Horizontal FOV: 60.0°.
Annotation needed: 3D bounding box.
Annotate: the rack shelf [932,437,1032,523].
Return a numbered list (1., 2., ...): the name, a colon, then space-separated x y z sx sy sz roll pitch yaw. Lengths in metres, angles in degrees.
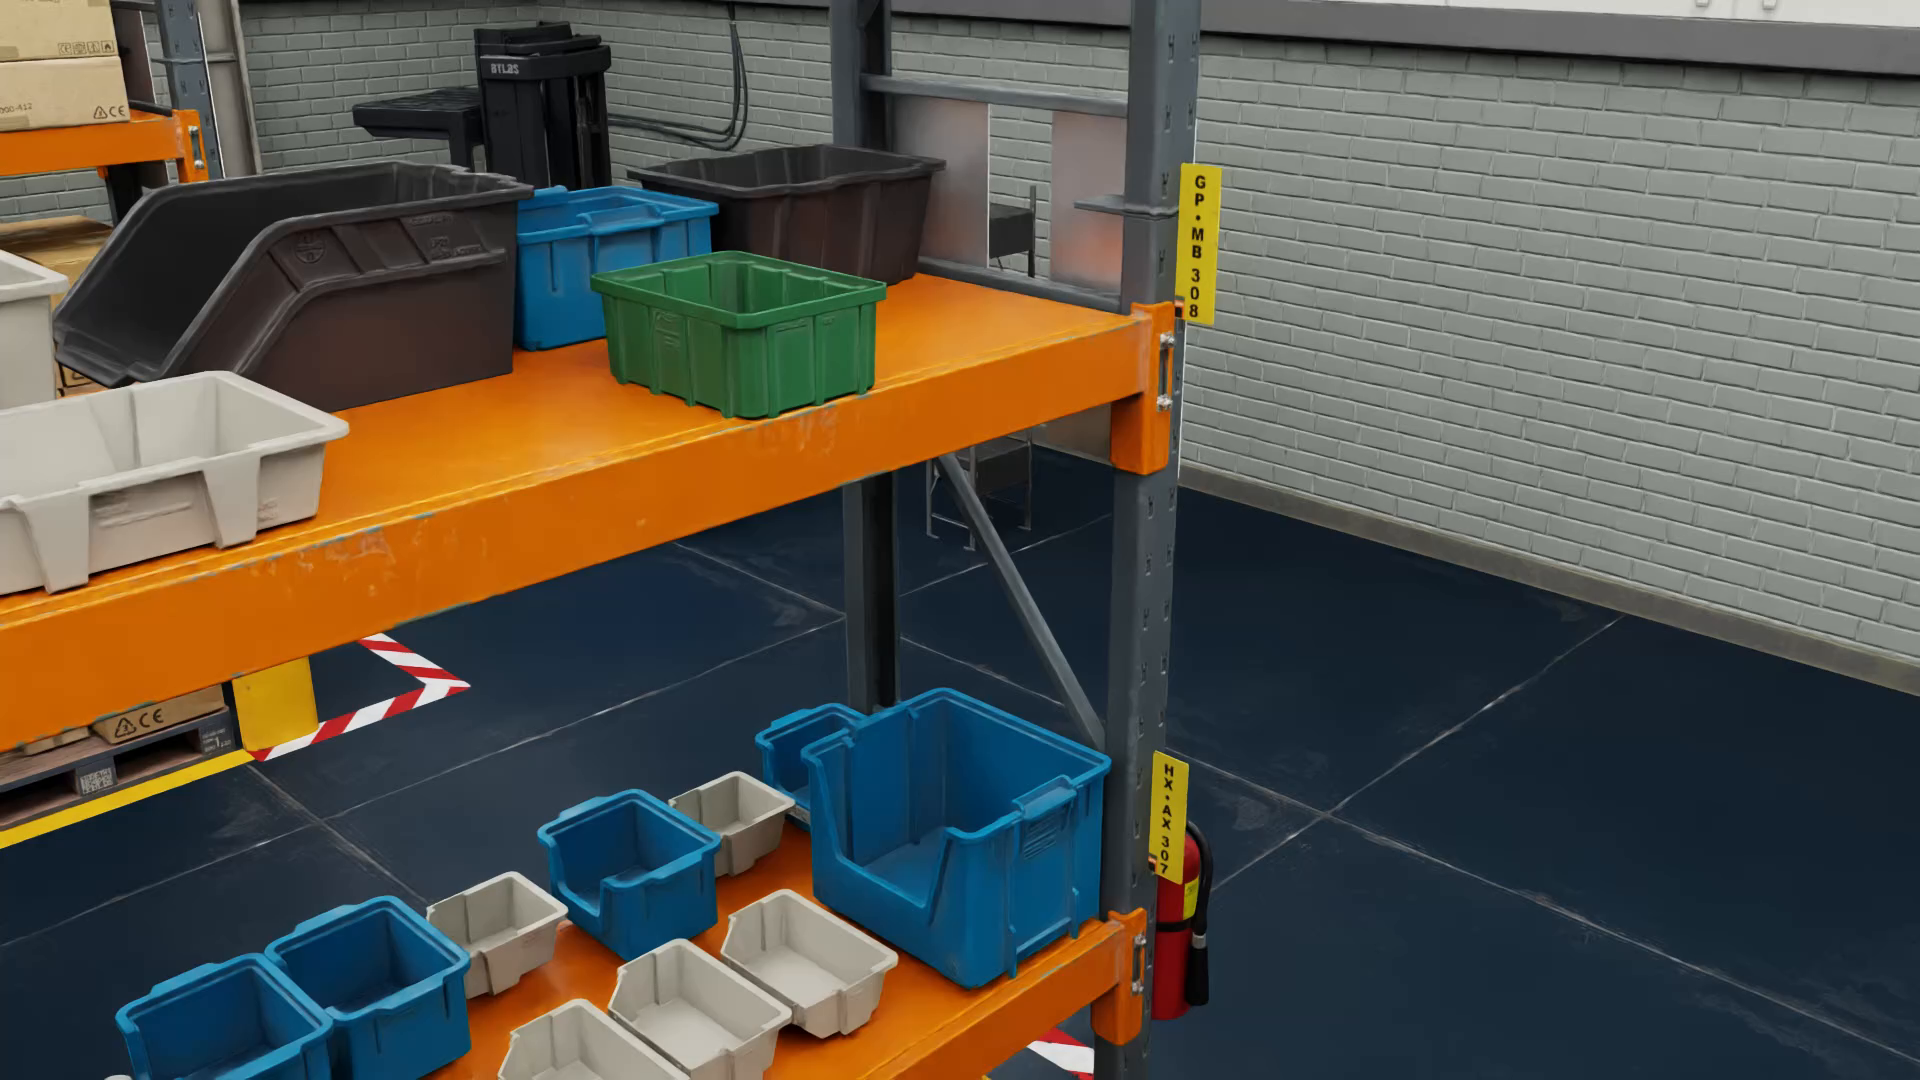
1. rack shelf: 0.115 -0.357 10.065 0.431 0.518 0.480 19 28 41

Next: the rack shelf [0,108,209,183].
1. rack shelf: -4.853 -1.188 5.806 1.077 0.370 4.000 19 28 41

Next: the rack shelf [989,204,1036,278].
1. rack shelf: 0.115 -1.663 9.562 0.431 0.518 0.480 19 28 41

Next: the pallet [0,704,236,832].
1. pallet: -4.066 0.889 7.468 1.003 0.211 1.213 19 28 41

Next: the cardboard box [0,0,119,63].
1. cardboard box: -3.634 -2.005 6.442 0.500 0.250 0.500 19 28 41

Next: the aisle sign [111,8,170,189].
1. aisle sign: -3.621 -1.942 7.323 0.394 0.787 0.004 19 28 41

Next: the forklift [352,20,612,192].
1. forklift: -2.979 -1.717 10.457 3.031 2.935 1.130 7 22 17

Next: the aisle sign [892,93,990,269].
1. aisle sign: -0.074 -0.703 4.100 0.394 0.787 0.004 19 28 41

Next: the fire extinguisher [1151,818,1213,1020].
1. fire extinguisher: 0.519 0.888 4.210 0.296 0.674 0.183 19 28 41

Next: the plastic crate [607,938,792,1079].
1. plastic crate: -0.563 1.024 3.513 0.396 0.136 0.243 19 28 41

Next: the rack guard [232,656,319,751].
1. rack guard: -3.511 0.549 7.950 1.175 0.500 0.348 19 28 41

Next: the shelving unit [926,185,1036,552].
1. shelving unit: 0.115 -1.023 9.809 0.431 2.100 0.503 19 28 41

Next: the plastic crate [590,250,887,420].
1. plastic crate: -0.395 -0.373 2.979 0.450 0.188 0.336 19 28 41

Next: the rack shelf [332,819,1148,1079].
1. rack shelf: -1.307 1.453 3.116 1.077 0.370 4.000 19 28 41

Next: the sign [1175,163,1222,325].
1. sign: 0.494 -0.615 3.458 0.100 0.325 0.005 19 28 41

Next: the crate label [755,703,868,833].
1. crate label: -0.320 0.634 4.393 0.416 0.233 0.303 19 28 41

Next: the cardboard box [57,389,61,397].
1. cardboard box: -3.935 -0.367 6.709 0.500 0.500 0.500 20 28 41

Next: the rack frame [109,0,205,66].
1. rack frame: -3.458 -3.438 6.476 1.000 3.000 0.127 19 28 41

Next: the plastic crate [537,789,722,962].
1. plastic crate: -0.779 0.804 3.953 0.416 0.233 0.300 19 28 41

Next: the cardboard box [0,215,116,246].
1. cardboard box: -3.956 -1.103 7.230 0.500 0.500 0.500 -19 28 -40

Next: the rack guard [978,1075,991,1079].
1. rack guard: 0.096 1.760 4.798 1.175 0.500 0.348 19 28 41

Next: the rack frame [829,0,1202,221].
1. rack frame: 0.088 -2.197 3.248 1.000 3.000 0.127 19 28 41

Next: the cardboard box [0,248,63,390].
1. cardboard box: -3.923 -0.838 6.540 0.500 0.500 0.500 -19 28 -41

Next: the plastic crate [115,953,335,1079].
1. plastic crate: -1.448 1.050 3.312 0.416 0.233 0.300 19 28 41

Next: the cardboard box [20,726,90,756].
1. cardboard box: -4.008 0.763 7.246 0.380 0.166 0.250 19 28 41

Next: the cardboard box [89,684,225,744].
1. cardboard box: -3.661 0.525 7.398 0.500 0.500 0.500 19 28 41

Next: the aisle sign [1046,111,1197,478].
1. aisle sign: 0.349 -0.556 3.716 0.394 0.787 0.004 19 28 41

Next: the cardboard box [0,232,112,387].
1. cardboard box: -3.571 -0.968 6.878 0.500 0.500 0.500 19 28 40

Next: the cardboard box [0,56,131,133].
1. cardboard box: -3.627 -1.770 6.526 0.500 0.250 0.500 19 28 41

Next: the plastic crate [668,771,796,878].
1. plastic crate: -0.603 0.741 4.250 0.250 0.136 0.298 19 28 41

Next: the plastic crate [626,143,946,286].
1. plastic crate: -0.380 -0.707 3.734 0.497 0.269 0.590 19 28 41

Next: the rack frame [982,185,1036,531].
1. rack frame: 0.286 -1.085 9.972 0.400 2.100 0.015 19 28 41

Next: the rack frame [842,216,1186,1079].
1. rack frame: 0.088 0.603 4.325 1.000 3.000 0.127 19 28 41

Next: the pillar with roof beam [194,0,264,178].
1. pillar with roof beam: -2.662 -4.510 9.265 9.100 9.000 0.400 19 28 41

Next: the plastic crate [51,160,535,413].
1. plastic crate: -1.174 -0.444 2.955 0.504 0.338 0.767 19 28 41

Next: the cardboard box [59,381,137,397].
1. cardboard box: -3.575 -0.501 7.058 0.500 0.500 0.500 -19 28 -40

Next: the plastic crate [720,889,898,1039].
1. plastic crate: -0.351 0.953 3.698 0.396 0.136 0.243 19 28 41

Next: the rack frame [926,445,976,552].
1. rack frame: -0.055 -0.960 9.645 0.400 2.100 0.015 19 28 41

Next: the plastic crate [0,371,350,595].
1. plastic crate: -1.175 -0.081 2.290 0.437 0.136 0.530 19 28 41

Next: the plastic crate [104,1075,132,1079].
1. plastic crate: -1.703 1.204 3.046 0.293 0.136 0.466 19 28 41

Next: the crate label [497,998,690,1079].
1. crate label: -0.740 1.102 3.311 0.396 0.136 0.243 19 28 41

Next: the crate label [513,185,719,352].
1. crate label: -0.787 -0.571 3.406 0.408 0.251 0.502 19 28 41

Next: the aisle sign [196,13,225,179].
1. aisle sign: -3.191 -1.792 6.932 0.394 0.787 0.004 19 28 41

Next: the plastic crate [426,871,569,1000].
1. plastic crate: -1.076 0.915 3.796 0.250 0.136 0.298 19 28 41

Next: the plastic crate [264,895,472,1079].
1. plastic crate: -1.238 0.973 3.513 0.416 0.233 0.300 19 28 41

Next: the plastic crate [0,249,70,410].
1. plastic crate: -1.679 -0.249 2.526 0.437 0.282 0.530 19 28 41

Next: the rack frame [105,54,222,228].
1. rack frame: -3.458 -0.638 7.553 1.000 3.000 0.127 19 28 41

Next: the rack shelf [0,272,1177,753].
1. rack shelf: -1.307 0.053 2.578 1.077 0.370 4.000 19 28 41

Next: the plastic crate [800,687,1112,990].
1. plastic crate: -0.011 0.691 3.962 0.616 0.435 0.499 19 28 41

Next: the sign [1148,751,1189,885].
1. sign: 0.494 0.660 3.948 0.100 0.325 0.005 19 28 41

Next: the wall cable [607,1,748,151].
1. wall cable: -2.808 -4.592 13.806 3.097 2.526 0.112 19 28 41
